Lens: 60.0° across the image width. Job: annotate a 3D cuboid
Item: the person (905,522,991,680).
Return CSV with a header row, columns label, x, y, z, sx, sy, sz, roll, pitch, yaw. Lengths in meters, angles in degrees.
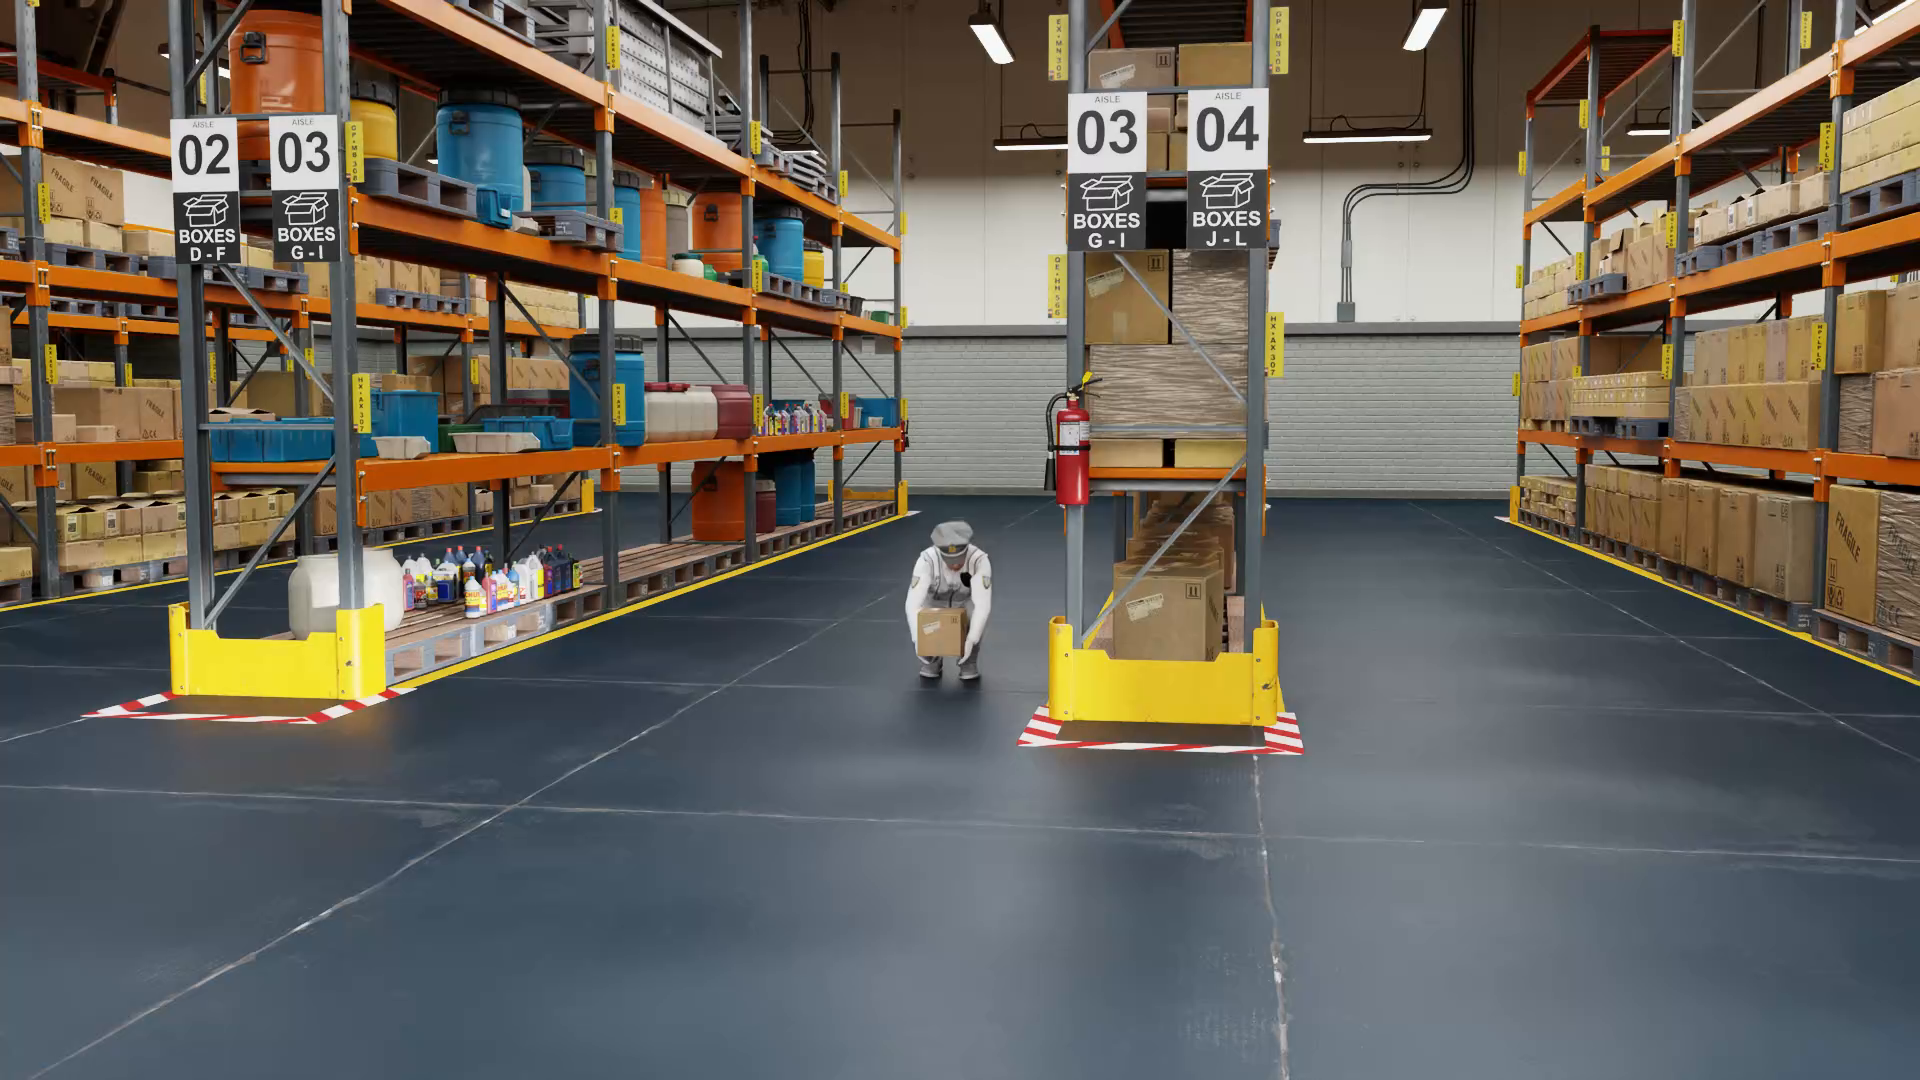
label,x,y,z,sx,sy,sz,roll,pitch,yaw
person,-0.048,0.358,9.916,0.507,0.958,0.820,1,5,8
